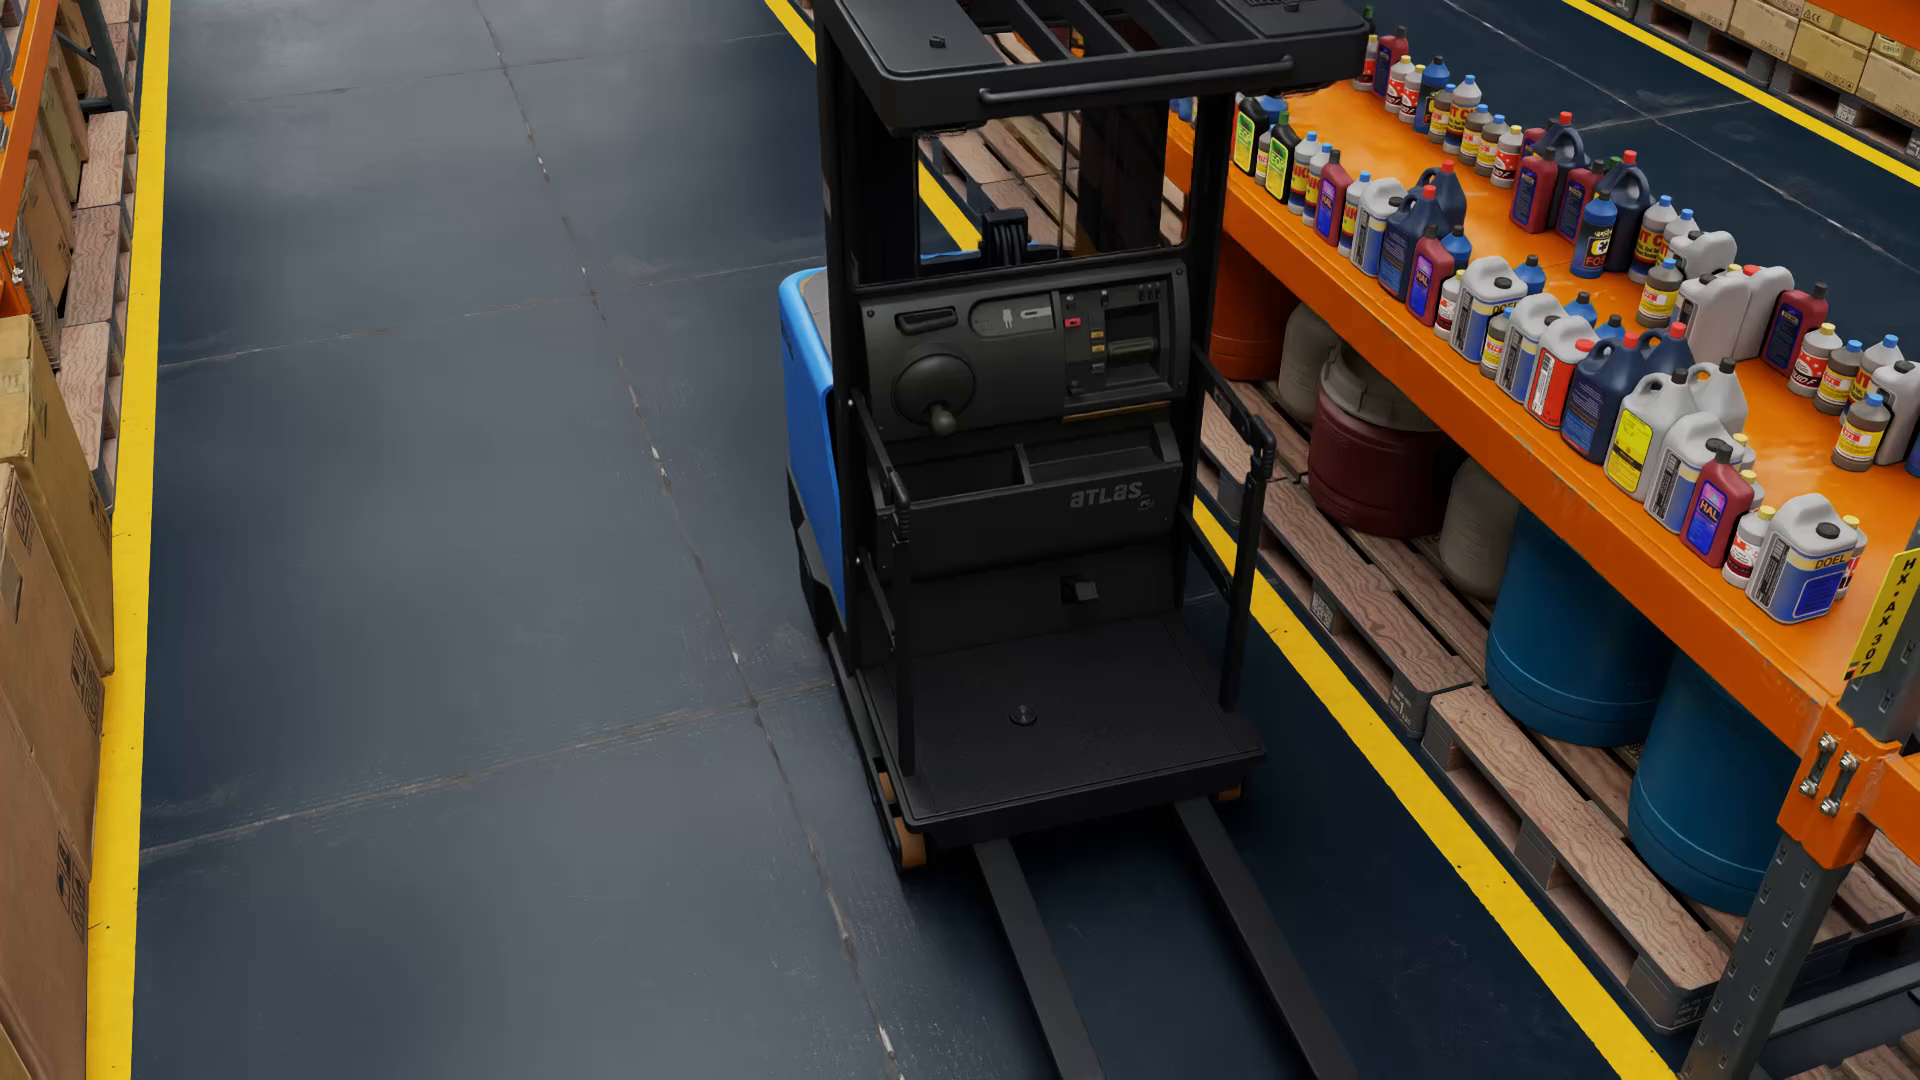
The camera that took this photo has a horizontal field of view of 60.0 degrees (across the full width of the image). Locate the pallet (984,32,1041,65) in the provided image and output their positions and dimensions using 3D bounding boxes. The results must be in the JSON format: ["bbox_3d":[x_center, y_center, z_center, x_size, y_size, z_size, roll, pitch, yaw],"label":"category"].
[{"bbox_3d":[-0.072,-2.823,9.823,1.003,0.211,1.213,-12,39,-16],"label":"pallet"}]

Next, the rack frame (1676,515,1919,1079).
[{"bbox_3d":[2.374,0.147,3.562,1.000,3.000,0.127,-12,39,-16],"label":"rack frame"}]

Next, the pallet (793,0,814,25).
[{"bbox_3d":[-0.571,-3.647,10.916,1.003,0.211,1.213,-12,39,-16],"label":"pallet"}]

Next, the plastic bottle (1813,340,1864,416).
[{"bbox_3d":[2.399,-0.447,4.516,0.097,0.201,0.097,0,37,0],"label":"plastic bottle"}]

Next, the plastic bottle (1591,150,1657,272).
[{"bbox_3d":[2.056,-1.029,5.164,0.144,0.351,0.185,-12,39,-16],"label":"plastic bottle"}]

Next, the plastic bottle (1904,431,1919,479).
[{"bbox_3d":[2.512,-0.289,4.248,0.097,0.271,0.097,0,37,0],"label":"plastic bottle"}]

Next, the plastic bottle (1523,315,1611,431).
[{"bbox_3d":[1.636,-0.451,4.458,0.152,0.276,0.135,-12,39,-16],"label":"plastic bottle"}]

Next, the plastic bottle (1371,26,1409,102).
[{"bbox_3d":[1.617,-1.796,6.238,0.061,0.283,0.133,-12,39,-16],"label":"plastic bottle"}]

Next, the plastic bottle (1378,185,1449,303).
[{"bbox_3d":[1.371,-0.907,5.003,0.144,0.351,0.185,-12,39,-16],"label":"plastic bottle"}]

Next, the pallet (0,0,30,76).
[{"bbox_3d":[-4.373,-2.121,6.732,1.003,0.211,1.213,-12,39,-16],"label":"pallet"}]

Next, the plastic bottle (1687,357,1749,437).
[{"bbox_3d":[1.886,-0.315,4.216,0.144,0.351,0.185,-12,39,-16],"label":"plastic bottle"}]

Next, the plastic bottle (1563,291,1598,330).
[{"bbox_3d":[1.700,-0.561,4.609,0.097,0.271,0.097,0,37,0],"label":"plastic bottle"}]

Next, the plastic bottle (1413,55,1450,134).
[{"bbox_3d":[1.706,-1.612,6.004,0.097,0.271,0.097,0,37,0],"label":"plastic bottle"}]

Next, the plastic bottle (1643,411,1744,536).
[{"bbox_3d":[1.809,-0.166,4.080,0.152,0.276,0.135,-12,39,-16],"label":"plastic bottle"}]

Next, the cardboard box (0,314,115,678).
[{"bbox_3d":[-3.435,-0.012,5.190,1.225,0.875,0.875,-14,39,-18],"label":"cardboard box"}]

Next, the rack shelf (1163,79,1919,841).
[{"bbox_3d":[1.686,-0.696,5.279,1.077,0.370,4.000,-12,39,-16],"label":"rack shelf"}]

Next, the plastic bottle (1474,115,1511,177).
[{"bbox_3d":[1.840,-1.364,5.733,0.097,0.201,0.097,0,37,0],"label":"plastic bottle"}]

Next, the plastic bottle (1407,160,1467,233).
[{"bbox_3d":[1.468,-1.015,5.145,0.144,0.351,0.185,-12,39,-16],"label":"plastic bottle"}]

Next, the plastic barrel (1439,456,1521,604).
[{"bbox_3d":[1.849,-0.076,5.576,0.421,0.512,0.421,0,37,0],"label":"plastic barrel"}]

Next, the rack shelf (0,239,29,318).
[{"bbox_3d":[-2.965,0.330,3.917,1.077,0.370,4.000,-12,39,-16],"label":"rack shelf"}]

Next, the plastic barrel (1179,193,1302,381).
[{"bbox_3d":[1.182,-1.141,6.726,0.600,0.830,0.708,-12,39,-16],"label":"plastic barrel"}]

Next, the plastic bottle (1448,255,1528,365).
[{"bbox_3d":[1.509,-0.658,4.733,0.152,0.276,0.135,-12,39,-16],"label":"plastic bottle"}]

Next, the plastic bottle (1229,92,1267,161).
[{"bbox_3d":[1.002,-1.491,5.839,0.152,0.276,0.135,-12,39,-16],"label":"plastic bottle"}]

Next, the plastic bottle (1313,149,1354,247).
[{"bbox_3d":[1.198,-1.093,5.305,0.061,0.283,0.133,-12,39,-16],"label":"plastic bottle"}]

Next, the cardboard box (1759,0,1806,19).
[{"bbox_3d":[4.882,-3.253,9.545,0.500,0.311,0.500,-13,39,-16],"label":"cardboard box"}]

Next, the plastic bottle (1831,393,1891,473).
[{"bbox_3d":[2.336,-0.285,4.300,0.097,0.201,0.097,0,37,0],"label":"plastic bottle"}]

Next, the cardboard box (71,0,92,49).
[{"bbox_3d":[-5.334,-3.073,9.565,0.500,0.500,0.500,-1,37,-1],"label":"cardboard box"}]

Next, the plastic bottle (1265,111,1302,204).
[{"bbox_3d":[1.085,-1.278,5.551,0.061,0.283,0.133,-12,39,-16],"label":"plastic bottle"}]

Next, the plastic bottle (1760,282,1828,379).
[{"bbox_3d":[2.343,-0.604,4.656,0.061,0.283,0.133,-12,39,-16],"label":"plastic bottle"}]

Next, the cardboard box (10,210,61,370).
[{"bbox_3d":[-4.105,-0.950,6.730,0.700,0.500,0.500,-16,40,-20],"label":"cardboard box"}]

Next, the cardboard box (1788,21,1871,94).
[{"bbox_3d":[5.059,-2.743,9.335,0.500,0.250,0.500,-13,39,-16],"label":"cardboard box"}]

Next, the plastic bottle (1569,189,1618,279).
[{"bbox_3d":[1.957,-0.948,5.122,0.097,0.271,0.097,0,37,0],"label":"plastic bottle"}]

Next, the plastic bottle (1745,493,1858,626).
[{"bbox_3d":[1.935,0.040,3.806,0.152,0.276,0.135,-12,39,-16],"label":"plastic bottle"}]

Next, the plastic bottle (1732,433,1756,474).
[{"bbox_3d":[1.920,-0.172,4.151,0.097,0.201,0.097,0,37,0],"label":"plastic bottle"}]

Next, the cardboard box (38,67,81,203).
[{"bbox_3d":[-4.692,-1.900,7.991,0.700,0.500,0.500,-13,39,-16],"label":"cardboard box"}]

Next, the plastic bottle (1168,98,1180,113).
[{"bbox_3d":[0.843,-1.752,6.186,0.152,0.276,0.135,-12,39,-16],"label":"plastic bottle"}]

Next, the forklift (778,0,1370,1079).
[{"bbox_3d":[0.252,-0.456,4.419,1.130,2.935,3.031,-10,38,-12],"label":"forklift"}]

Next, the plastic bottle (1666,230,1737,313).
[{"bbox_3d":[2.174,-0.798,4.920,0.152,0.276,0.135,-12,39,-16],"label":"plastic bottle"}]

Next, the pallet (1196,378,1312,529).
[{"bbox_3d":[1.308,-0.562,6.821,1.003,0.211,1.213,-12,39,-16],"label":"pallet"}]

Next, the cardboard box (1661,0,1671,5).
[{"bbox_3d":[4.535,-3.605,10.480,0.500,0.250,0.500,-14,39,-17],"label":"cardboard box"}]

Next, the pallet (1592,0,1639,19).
[{"bbox_3d":[4.563,-3.874,11.218,1.003,0.211,1.213,-12,39,-16],"label":"pallet"}]
